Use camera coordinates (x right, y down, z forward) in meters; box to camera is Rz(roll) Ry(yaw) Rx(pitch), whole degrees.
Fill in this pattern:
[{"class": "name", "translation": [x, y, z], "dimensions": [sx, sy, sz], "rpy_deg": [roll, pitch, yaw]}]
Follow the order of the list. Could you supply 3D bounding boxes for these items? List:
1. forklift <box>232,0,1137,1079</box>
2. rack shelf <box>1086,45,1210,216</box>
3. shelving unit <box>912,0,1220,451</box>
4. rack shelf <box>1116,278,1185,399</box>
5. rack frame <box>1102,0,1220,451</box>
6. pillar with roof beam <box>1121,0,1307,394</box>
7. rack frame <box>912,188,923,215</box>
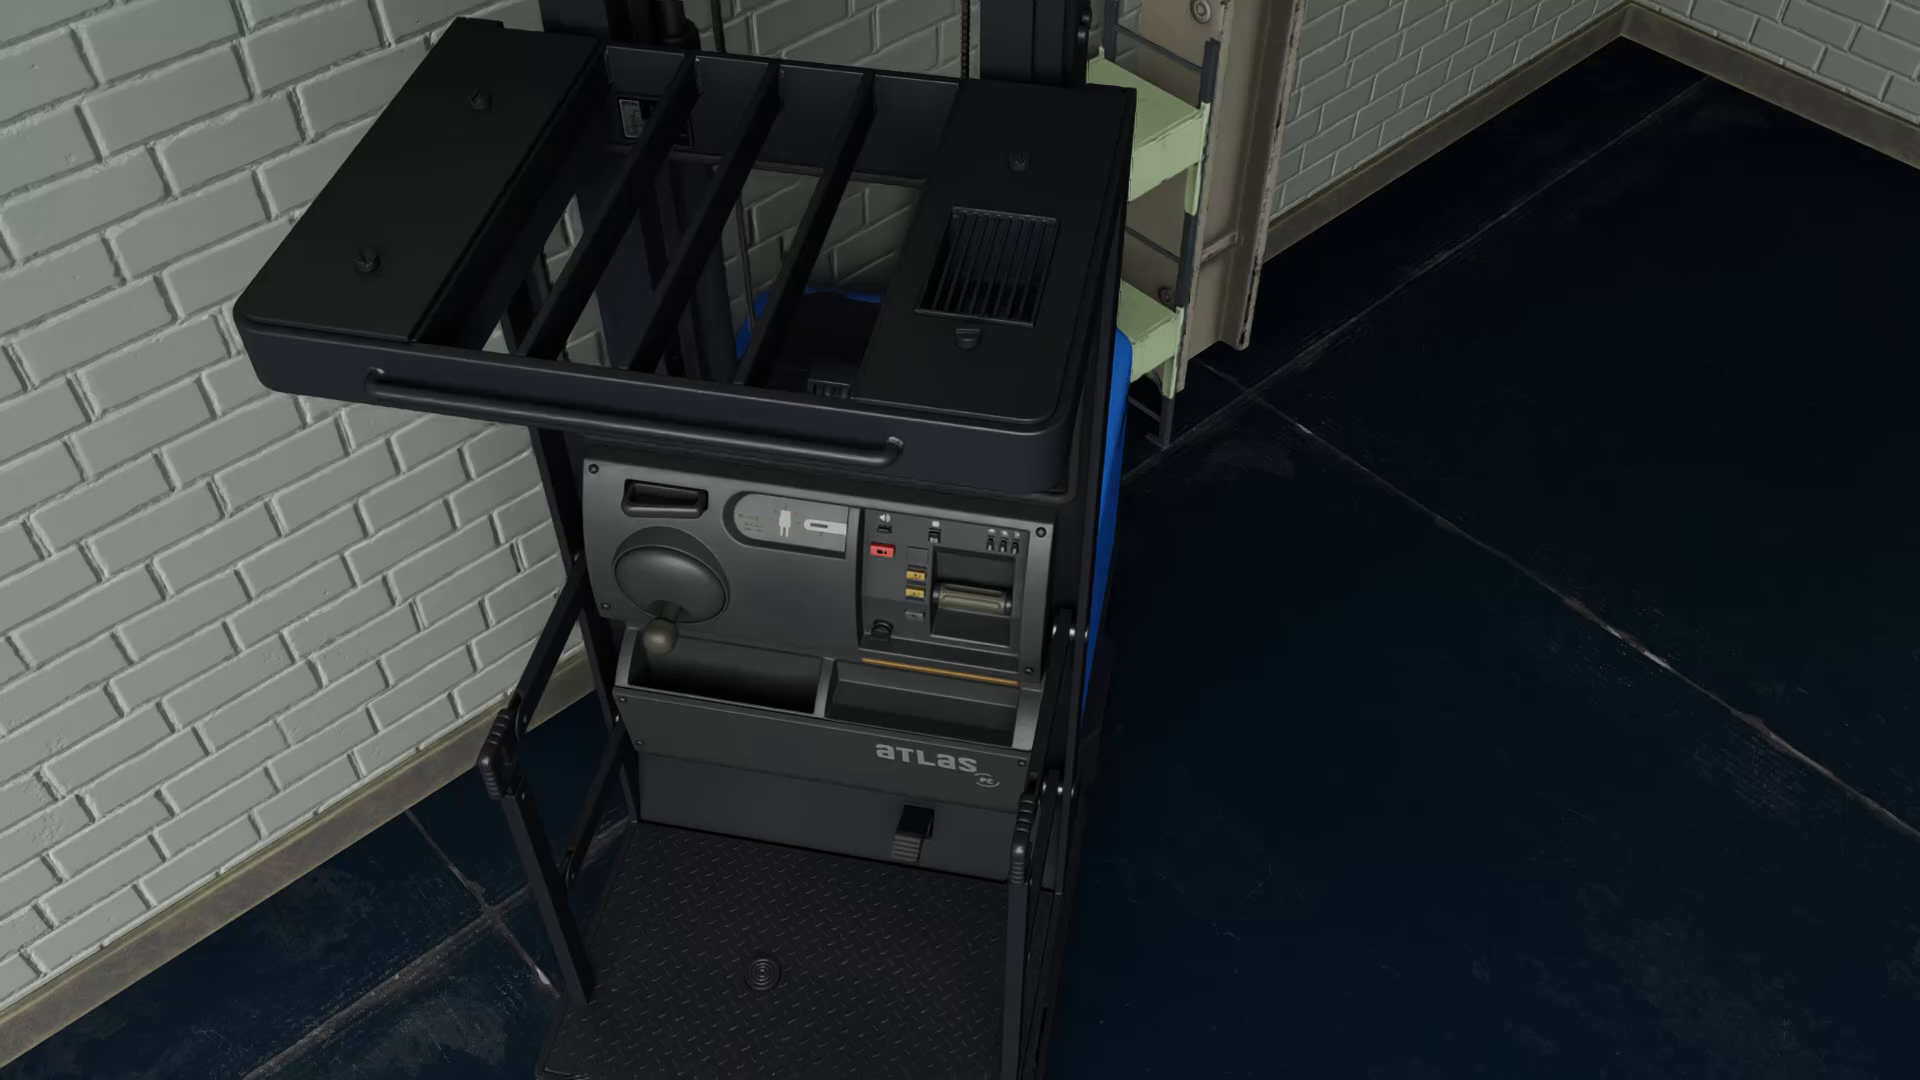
[{"class": "forklift", "translation": [-0.324, 0.166, 3.103], "dimensions": [1.130, 2.935, 3.031], "rpy_deg": [8, 48, 7]}, {"class": "rack shelf", "translation": [0.283, -1.001, 4.622], "dimensions": [0.720, 0.370, 0.431], "rpy_deg": [-34, 56, -27]}, {"class": "shelving unit", "translation": [0.283, -0.736, 4.909], "dimensions": [0.755, 1.500, 0.431], "rpy_deg": [-34, 56, -27]}, {"class": "rack shelf", "translation": [0.283, -0.515, 5.148], "dimensions": [0.720, 0.370, 0.431], "rpy_deg": [-34, 56, -27]}, {"class": "rack frame", "translation": [0.551, -0.919, 5.078], "dimensions": [0.023, 1.500, 0.400], "rpy_deg": [-34, 56, -27]}, {"class": "pillar with roof beam", "translation": [3.674, -1.390, 0.410], "dimensions": [0.400, 9.000, 9.100], "rpy_deg": [-34, 56, -27]}, {"class": "rack frame", "translation": [0.015, -0.553, 4.740], "dimensions": [0.023, 1.500, 0.400], "rpy_deg": [-34, 56, -27]}]
